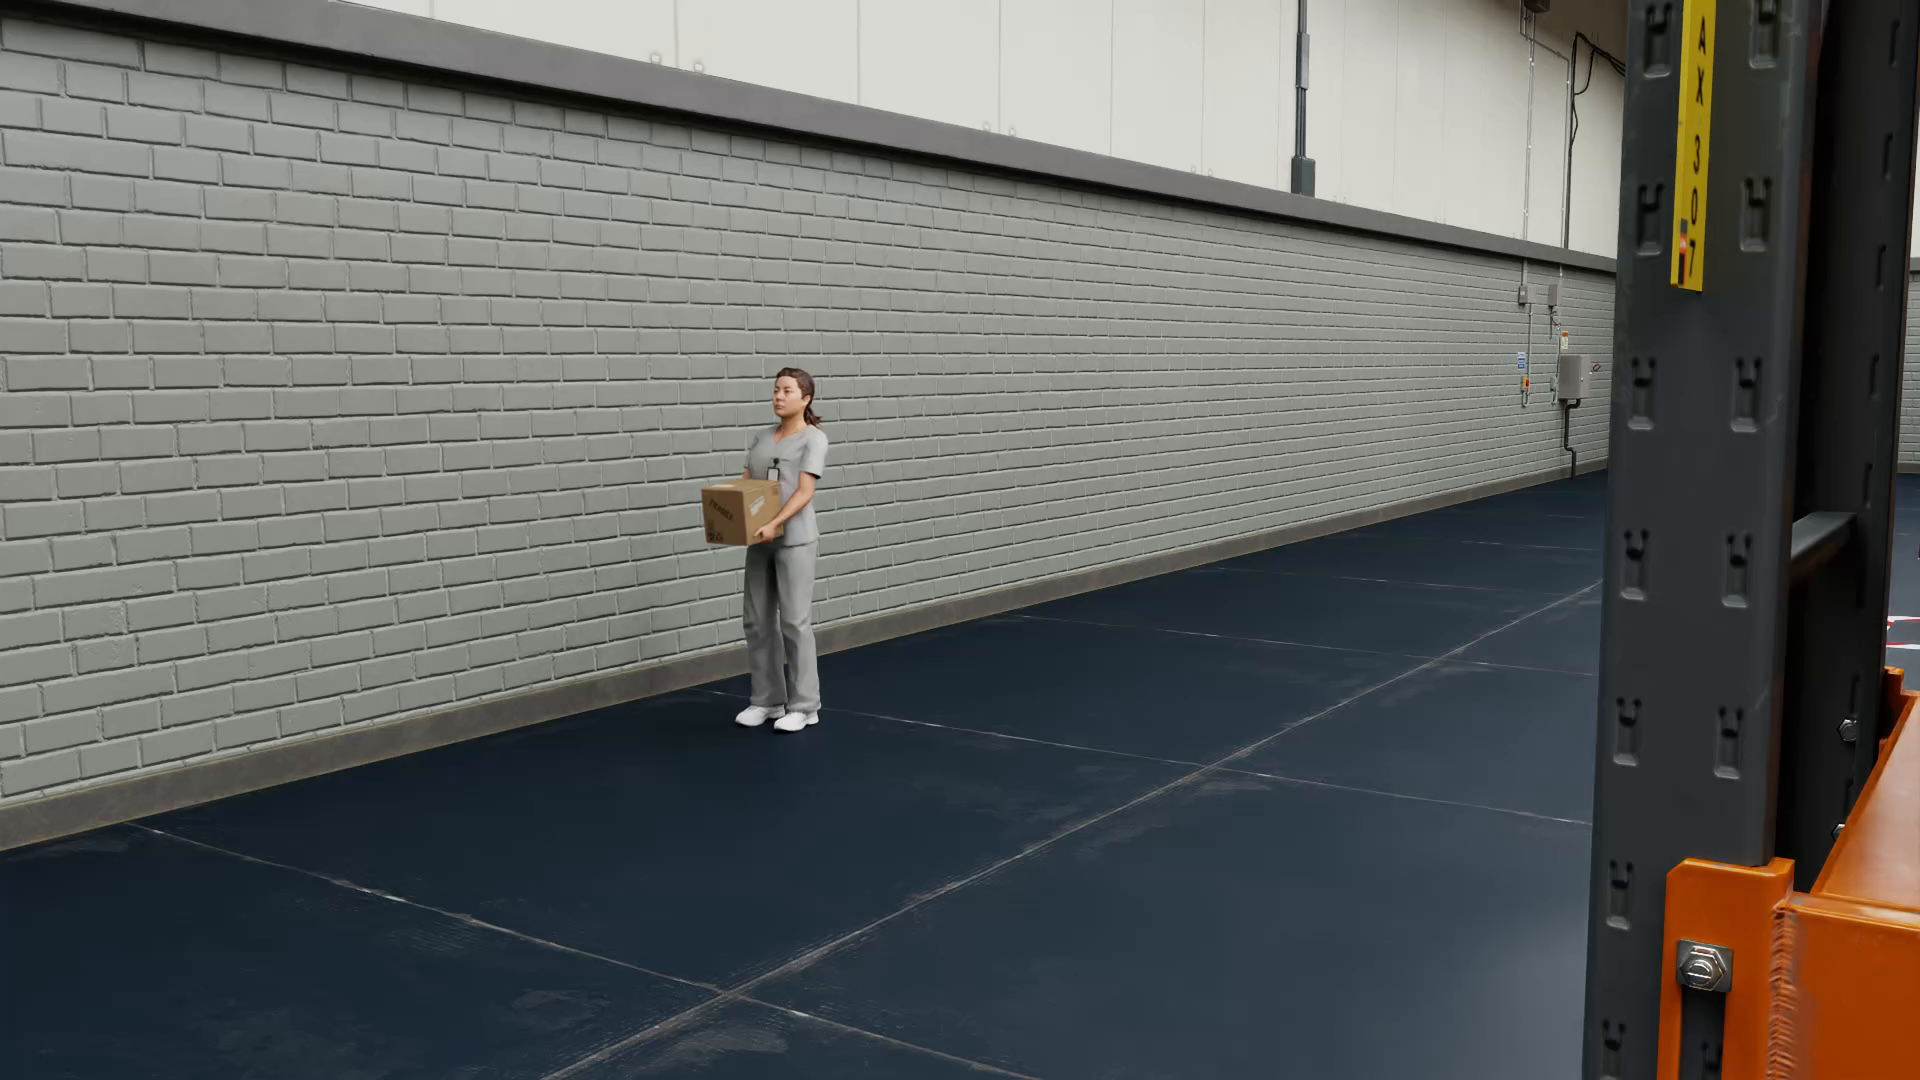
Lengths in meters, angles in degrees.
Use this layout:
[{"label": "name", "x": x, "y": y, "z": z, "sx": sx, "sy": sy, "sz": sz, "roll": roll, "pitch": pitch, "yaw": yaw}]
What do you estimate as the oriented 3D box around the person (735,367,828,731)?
[{"label": "person", "x": -0.857, "y": 0.042, "z": 7.651, "sx": 0.437, "sy": 1.662, "sz": 0.561, "roll": 4, "pitch": 8, "yaw": 34}]
